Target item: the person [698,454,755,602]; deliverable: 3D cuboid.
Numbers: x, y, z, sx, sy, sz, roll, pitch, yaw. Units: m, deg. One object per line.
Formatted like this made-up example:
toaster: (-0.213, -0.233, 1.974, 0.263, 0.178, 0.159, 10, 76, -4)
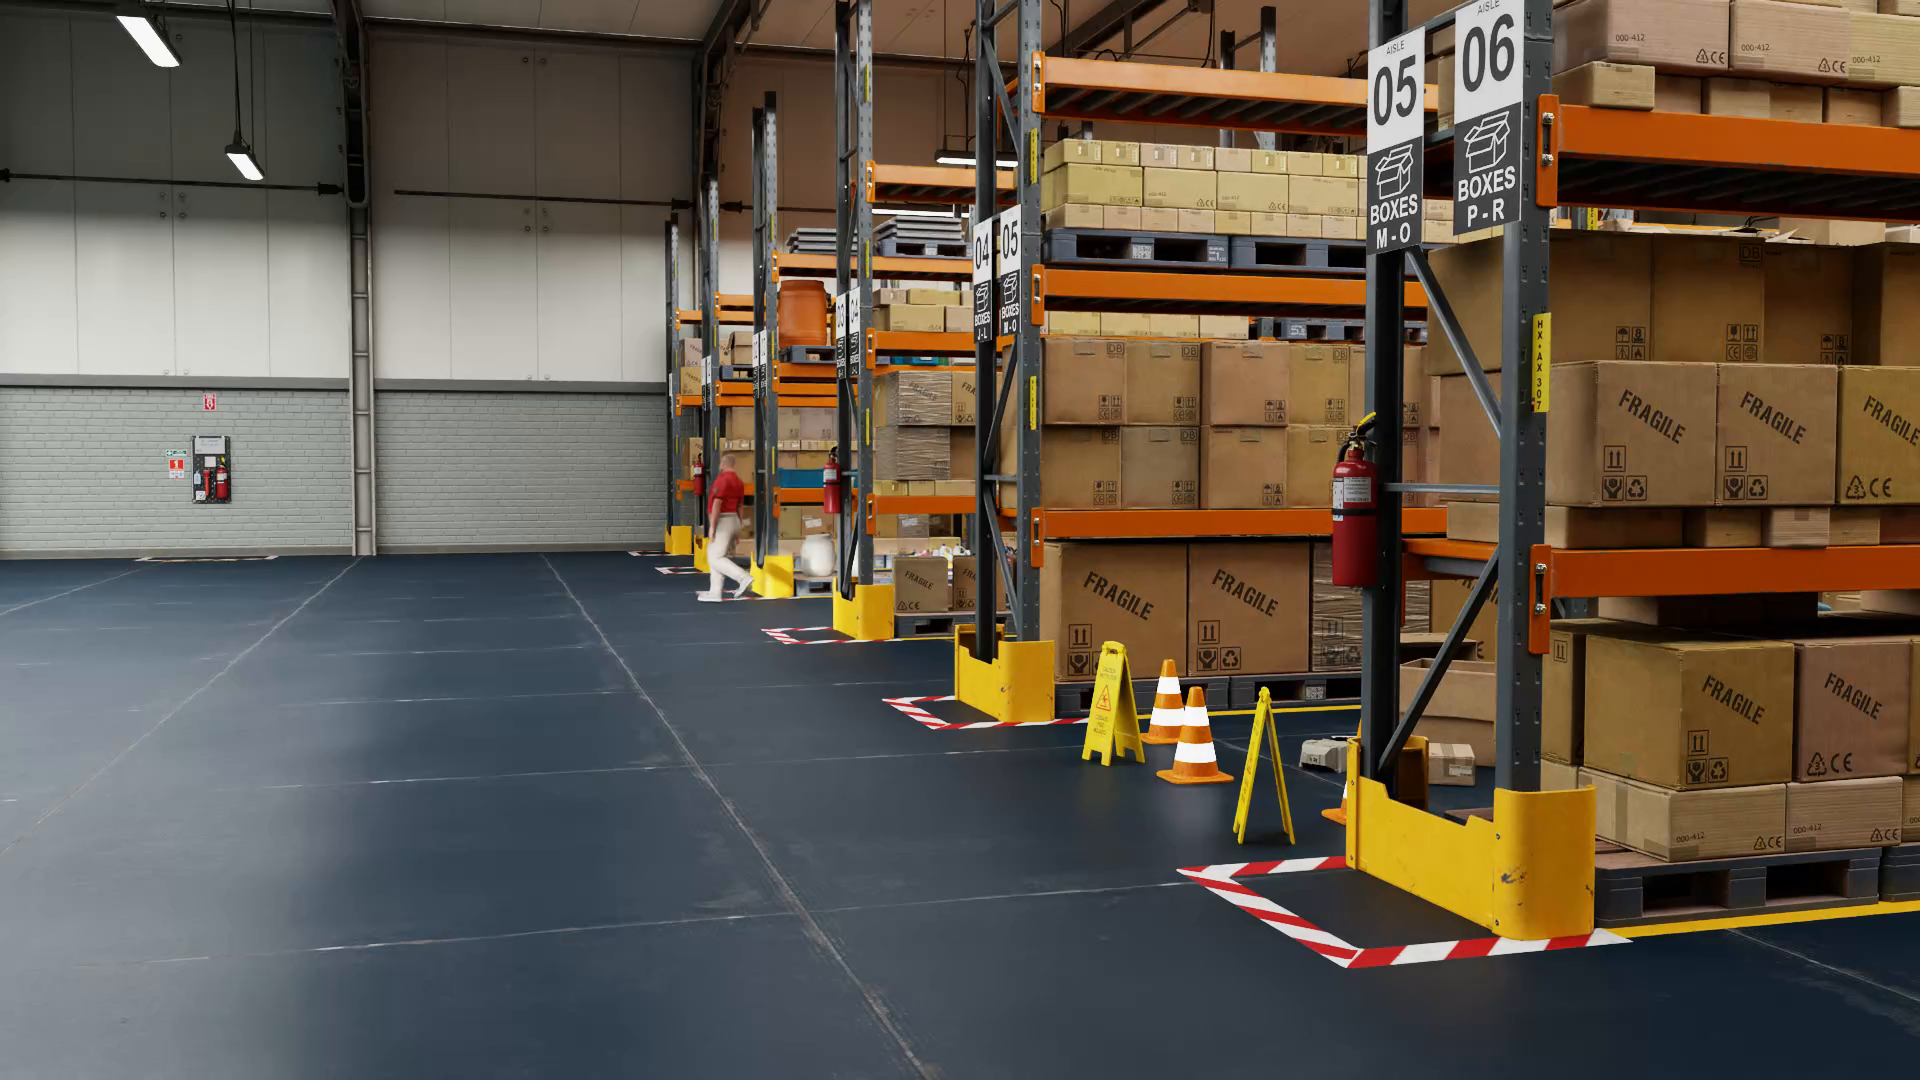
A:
person: (-2.666, -0.136, 18.984, 0.788, 1.693, 0.551, 1, 3, 20)
